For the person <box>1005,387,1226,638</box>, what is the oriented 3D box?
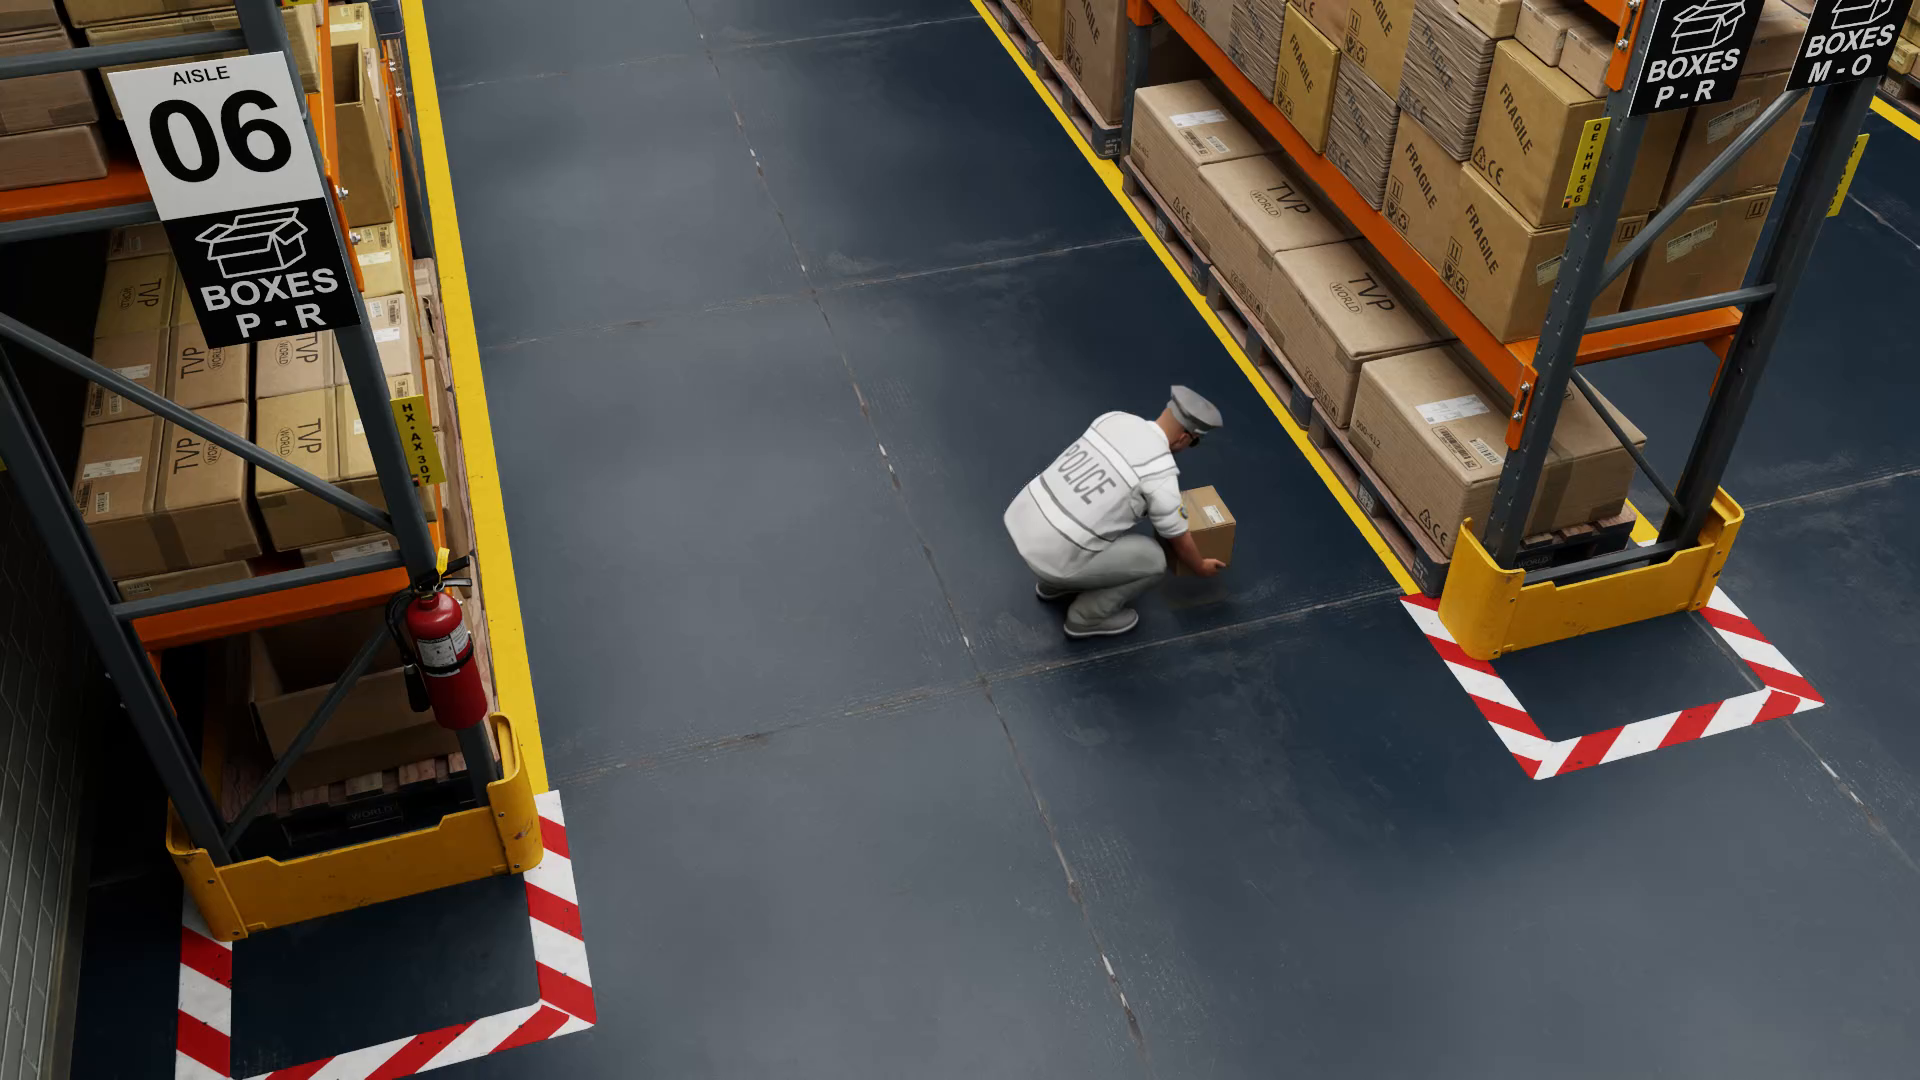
[{"bbox_3d":[0.637,-0.111,6.843,0.905,1.007,0.557,-12,43,-13],"label":"person"}]
